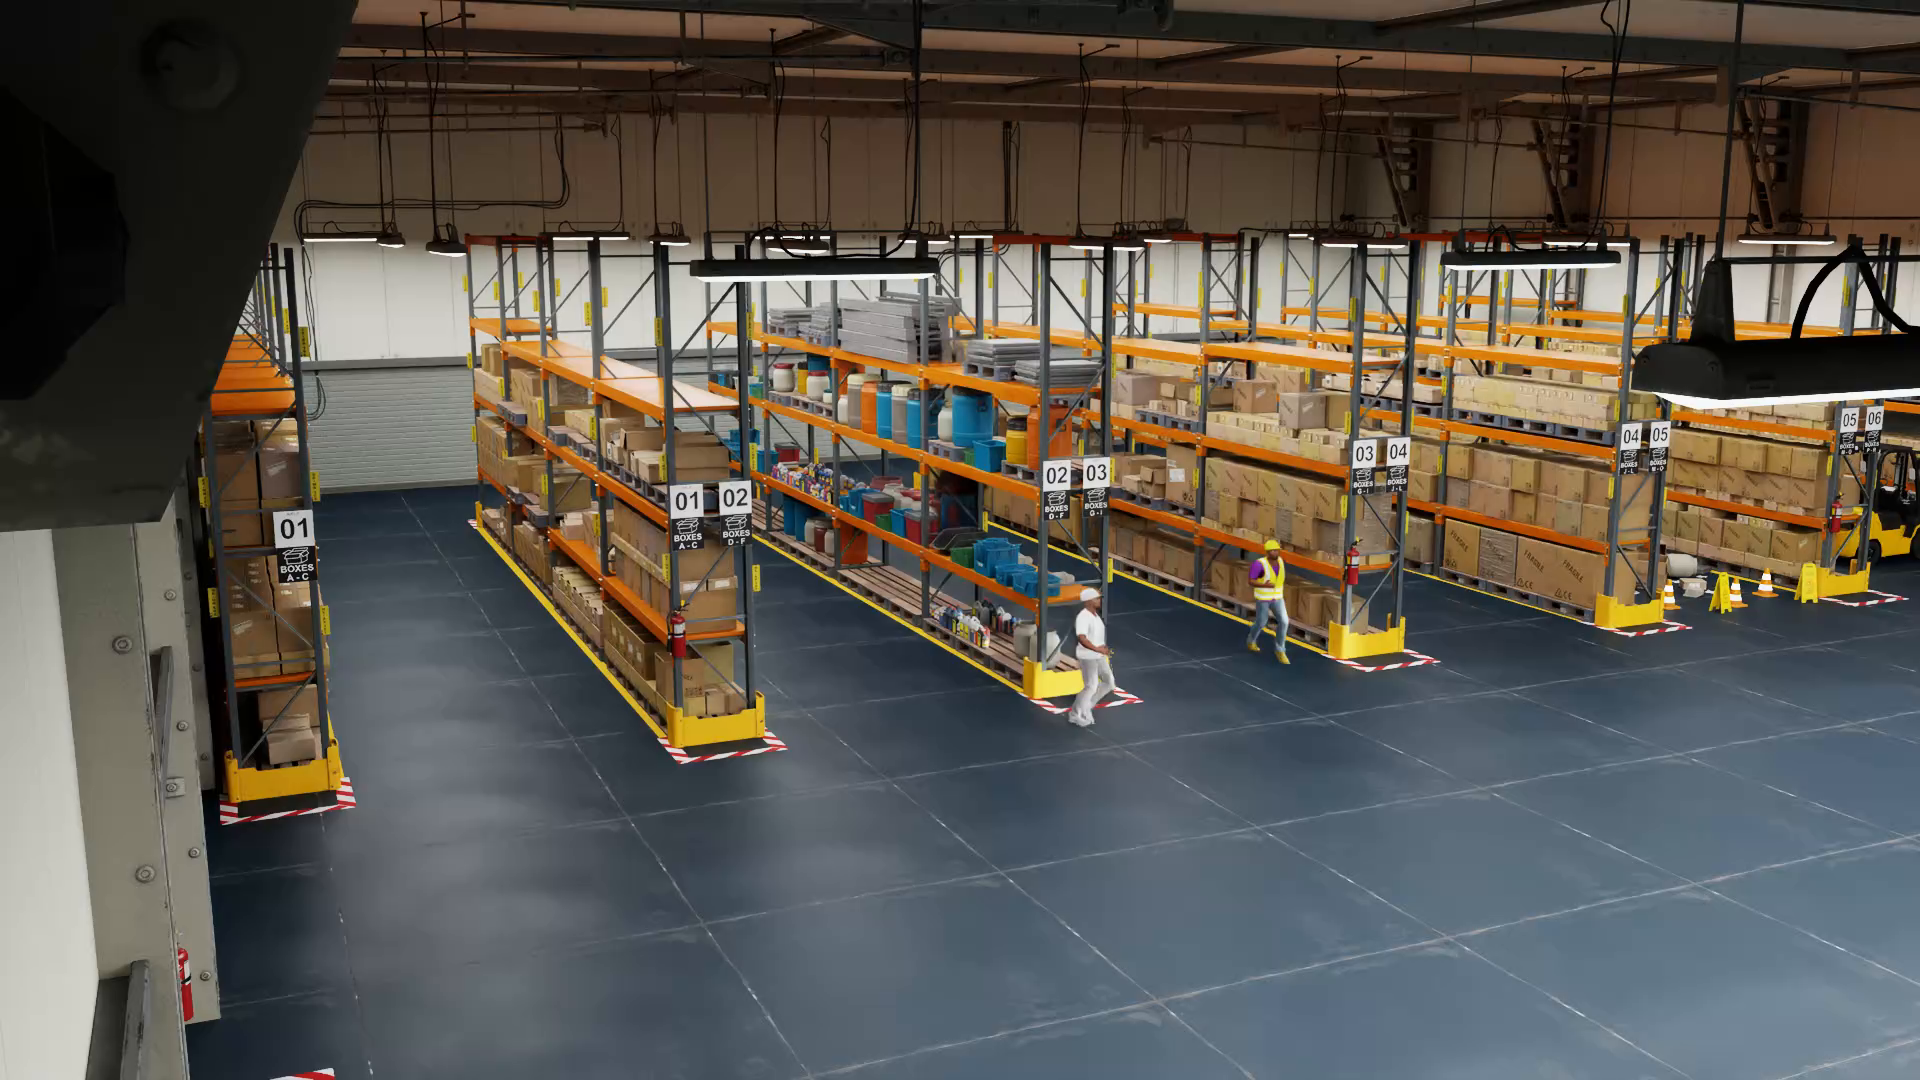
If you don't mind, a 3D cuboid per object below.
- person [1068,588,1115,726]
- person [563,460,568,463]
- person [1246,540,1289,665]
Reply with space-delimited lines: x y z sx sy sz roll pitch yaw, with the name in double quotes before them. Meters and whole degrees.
"person" 1.689 1.468 21.021 0.565 1.709 0.776 4 12 20
"person" -8.518 -1.367 35.959 0.529 1.625 0.563 0 11 1
"person" 4.444 0.865 24.095 0.696 1.798 0.838 -4 12 -19
